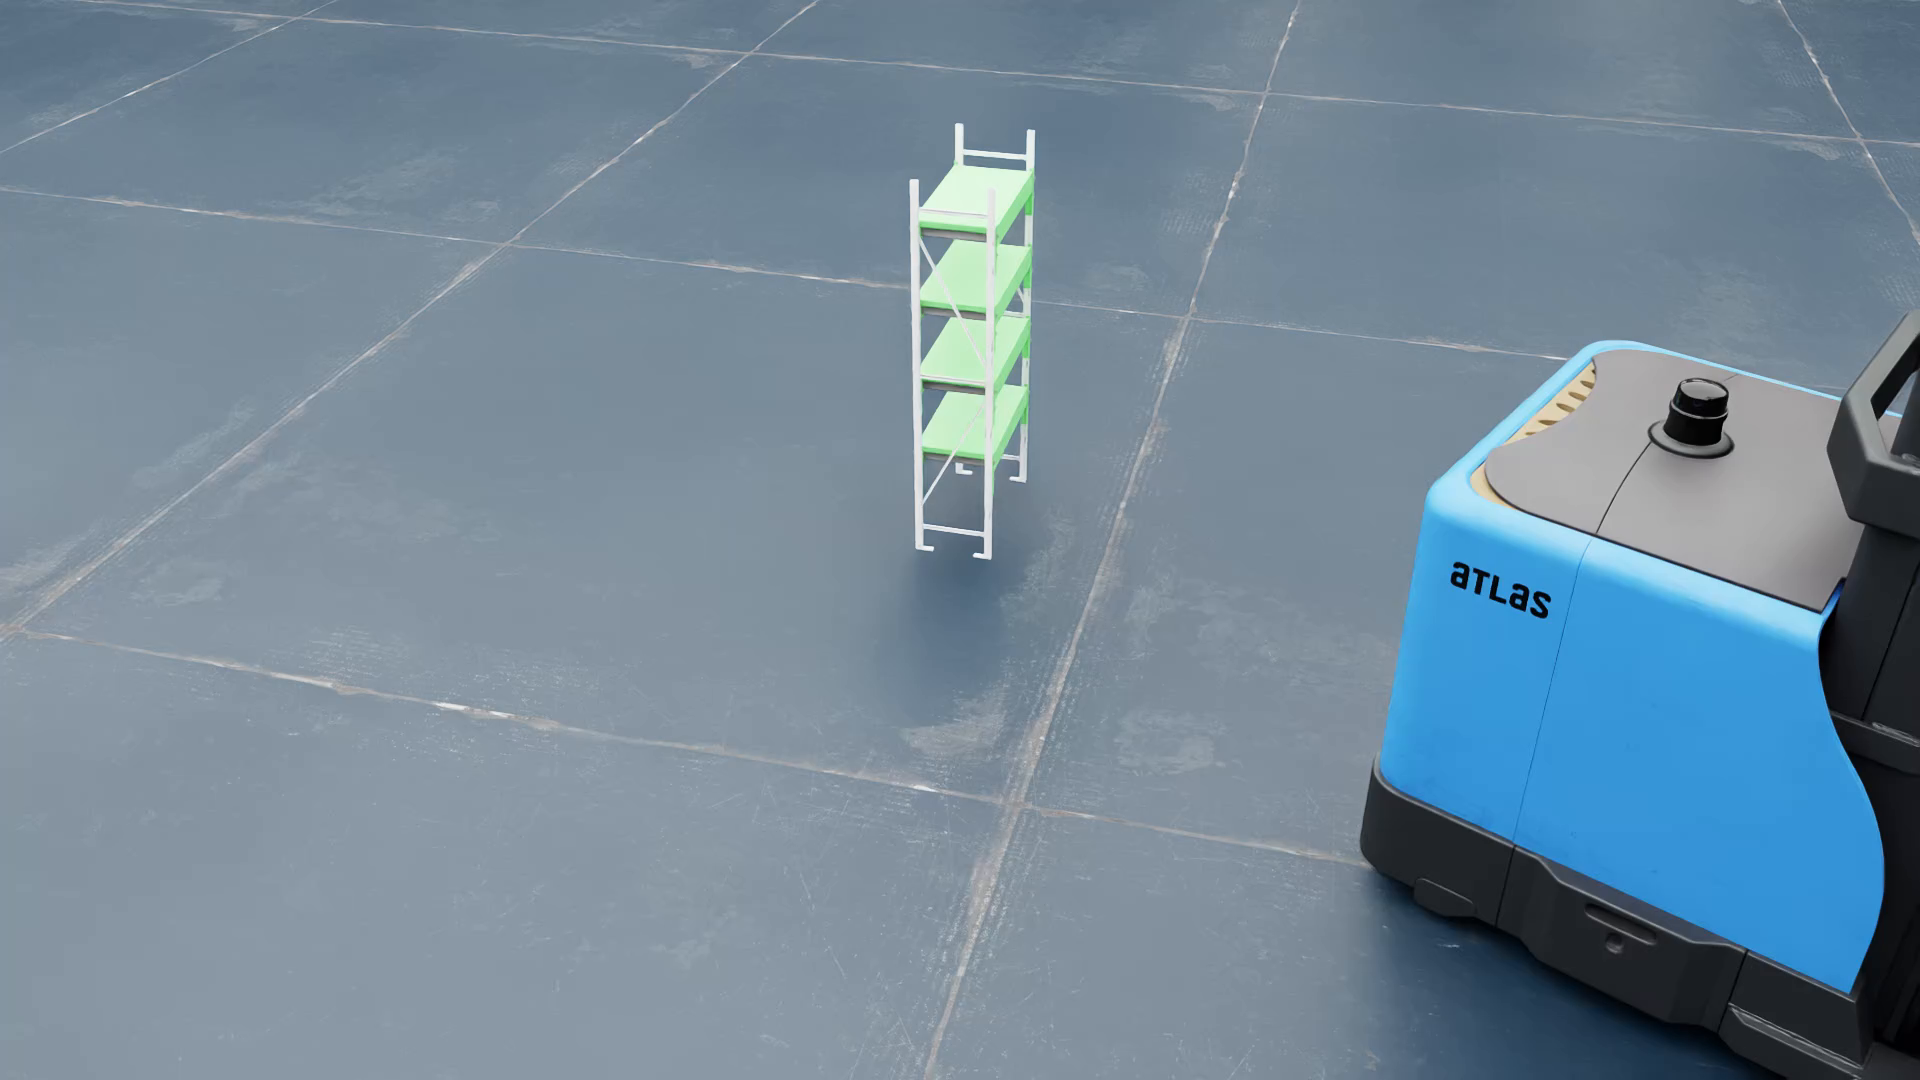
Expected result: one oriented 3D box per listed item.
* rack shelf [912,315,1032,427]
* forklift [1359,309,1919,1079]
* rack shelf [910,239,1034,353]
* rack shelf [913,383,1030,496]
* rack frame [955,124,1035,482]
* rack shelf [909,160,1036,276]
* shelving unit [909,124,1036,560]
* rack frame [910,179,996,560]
[{"bbox_3d":[0.042,-0.538,5.098,0.258,0.148,0.480,8,33,12],"label":"rack shelf"},{"bbox_3d":[2.419,-0.143,2.743,3.031,2.935,1.130,23,39,32],"label":"forklift"},{"bbox_3d":[0.042,-0.741,4.969,0.258,0.148,0.480,8,33,12],"label":"rack shelf"},{"bbox_3d":[0.042,-0.336,5.226,0.258,0.148,0.480,8,33,12],"label":"rack shelf"},{"bbox_3d":[0.104,-0.719,5.262,0.240,1.200,0.015,8,33,12],"label":"rack frame"},{"bbox_3d":[0.042,-0.943,4.840,0.258,0.148,0.480,8,33,12],"label":"rack shelf"},{"bbox_3d":[0.042,-0.592,5.063,0.258,1.200,0.503,8,33,12],"label":"shelving unit"},{"bbox_3d":[-0.020,-0.466,4.864,0.240,1.200,0.015,8,33,12],"label":"rack frame"}]
